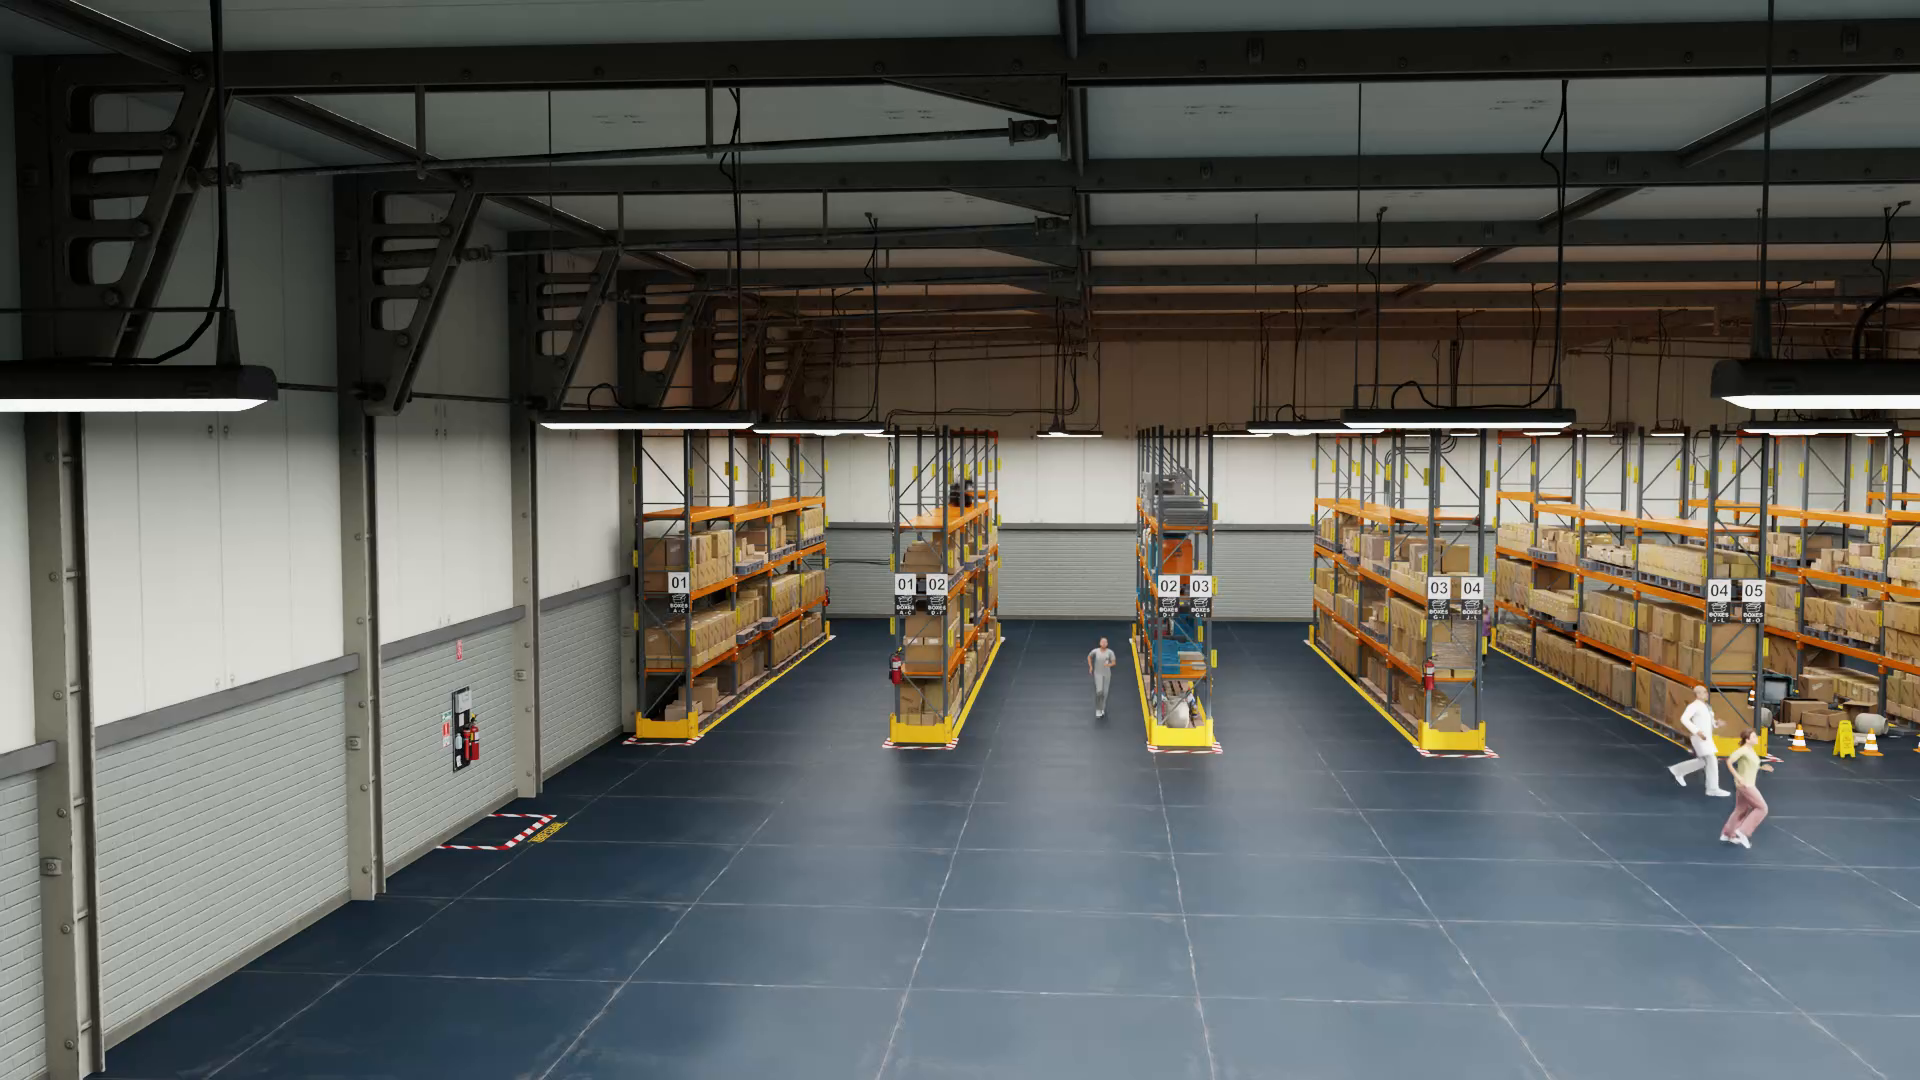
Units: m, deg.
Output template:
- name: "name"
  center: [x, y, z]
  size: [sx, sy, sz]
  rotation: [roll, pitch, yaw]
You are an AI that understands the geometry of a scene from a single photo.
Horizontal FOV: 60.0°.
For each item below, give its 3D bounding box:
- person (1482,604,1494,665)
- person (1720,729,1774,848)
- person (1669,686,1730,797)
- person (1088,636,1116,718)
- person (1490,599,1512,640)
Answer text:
- name: "person"
  center: [13.194, 2.400, 41.916]
  size: [0.516, 1.567, 0.639]
  rotation: [0, 3, 3]
- name: "person"
  center: [11.096, 3.488, 23.439]
  size: [0.650, 1.674, 0.552]
  rotation: [2, 4, 30]
- name: "person"
  center: [11.945, 3.224, 26.848]
  size: [0.976, 1.752, 0.719]
  rotation: [3, 4, 39]
- name: "person"
  center: [2.938, 2.822, 34.317]
  size: [0.546, 1.679, 0.653]
  rotation: [0, 3, -4]
- name: "person"
  center: [15.456, 1.990, 47.397]
  size: [1.051, 1.733, 0.709]
  rotation: [0, 3, 5]
